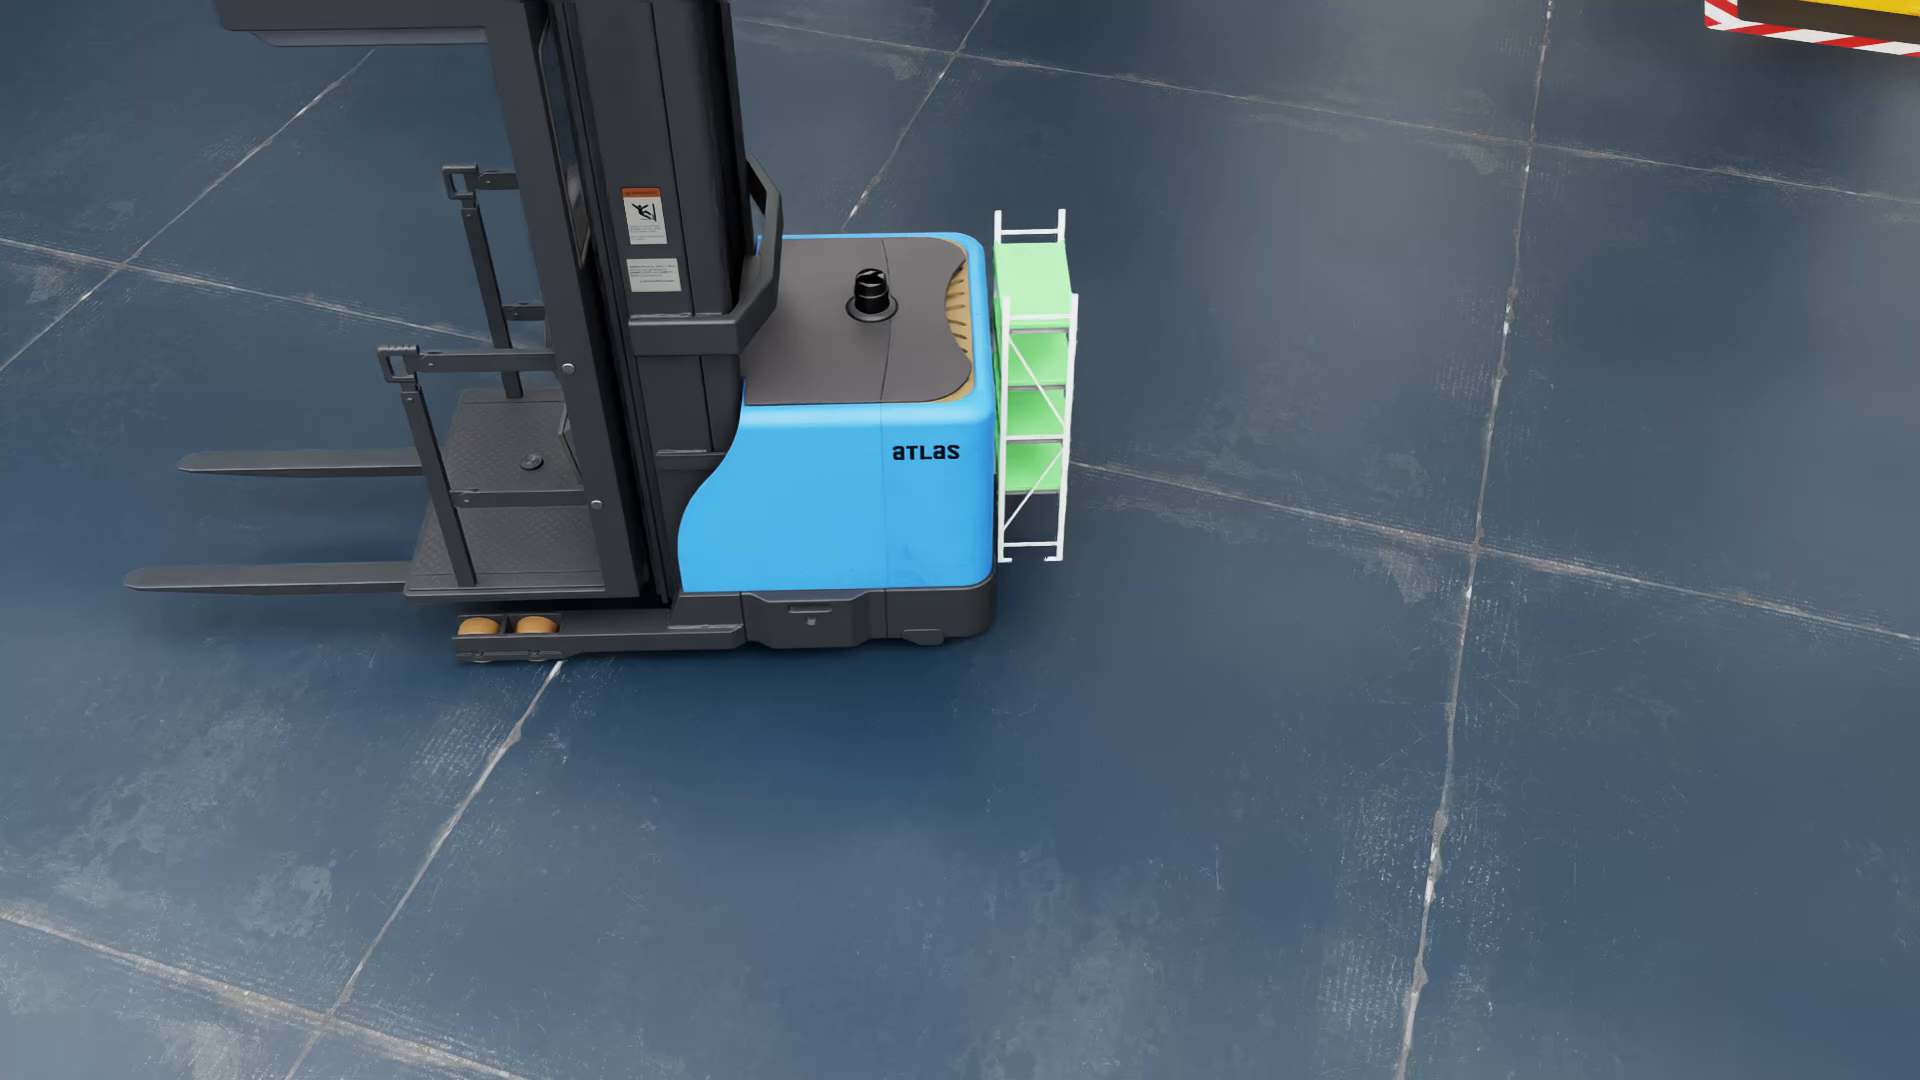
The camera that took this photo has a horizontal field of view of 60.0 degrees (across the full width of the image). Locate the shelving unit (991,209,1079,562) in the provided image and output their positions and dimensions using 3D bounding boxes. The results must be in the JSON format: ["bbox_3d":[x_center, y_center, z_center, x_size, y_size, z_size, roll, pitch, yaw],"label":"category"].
[{"bbox_3d":[0.249,-0.525,5.928,0.258,1.200,0.503,-2,44,-2],"label":"shelving unit"}]

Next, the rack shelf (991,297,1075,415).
[{"bbox_3d":[0.249,-0.651,5.805,0.258,0.148,0.480,-2,44,-2],"label":"rack shelf"}]

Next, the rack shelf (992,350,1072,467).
[{"bbox_3d":[0.249,-0.479,5.973,0.258,0.148,0.480,-2,44,-2],"label":"rack shelf"}]

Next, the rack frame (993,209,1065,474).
[{"bbox_3d":[0.240,-0.695,6.103,0.240,1.200,0.015,-2,44,-2],"label":"rack frame"}]

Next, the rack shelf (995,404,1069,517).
[{"bbox_3d":[0.249,-0.308,6.141,0.258,0.148,0.480,-2,44,-2],"label":"rack shelf"}]

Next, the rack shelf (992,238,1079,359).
[{"bbox_3d":[0.249,-0.822,5.637,0.258,0.148,0.480,-2,44,-2],"label":"rack shelf"}]

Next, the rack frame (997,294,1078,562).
[{"bbox_3d":[0.259,-0.354,5.754,0.240,1.200,0.015,-2,44,-2],"label":"rack frame"}]

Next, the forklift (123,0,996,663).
[{"bbox_3d":[-1.404,-0.996,5.172,3.031,2.935,1.130,-1,44,-1],"label":"forklift"}]
